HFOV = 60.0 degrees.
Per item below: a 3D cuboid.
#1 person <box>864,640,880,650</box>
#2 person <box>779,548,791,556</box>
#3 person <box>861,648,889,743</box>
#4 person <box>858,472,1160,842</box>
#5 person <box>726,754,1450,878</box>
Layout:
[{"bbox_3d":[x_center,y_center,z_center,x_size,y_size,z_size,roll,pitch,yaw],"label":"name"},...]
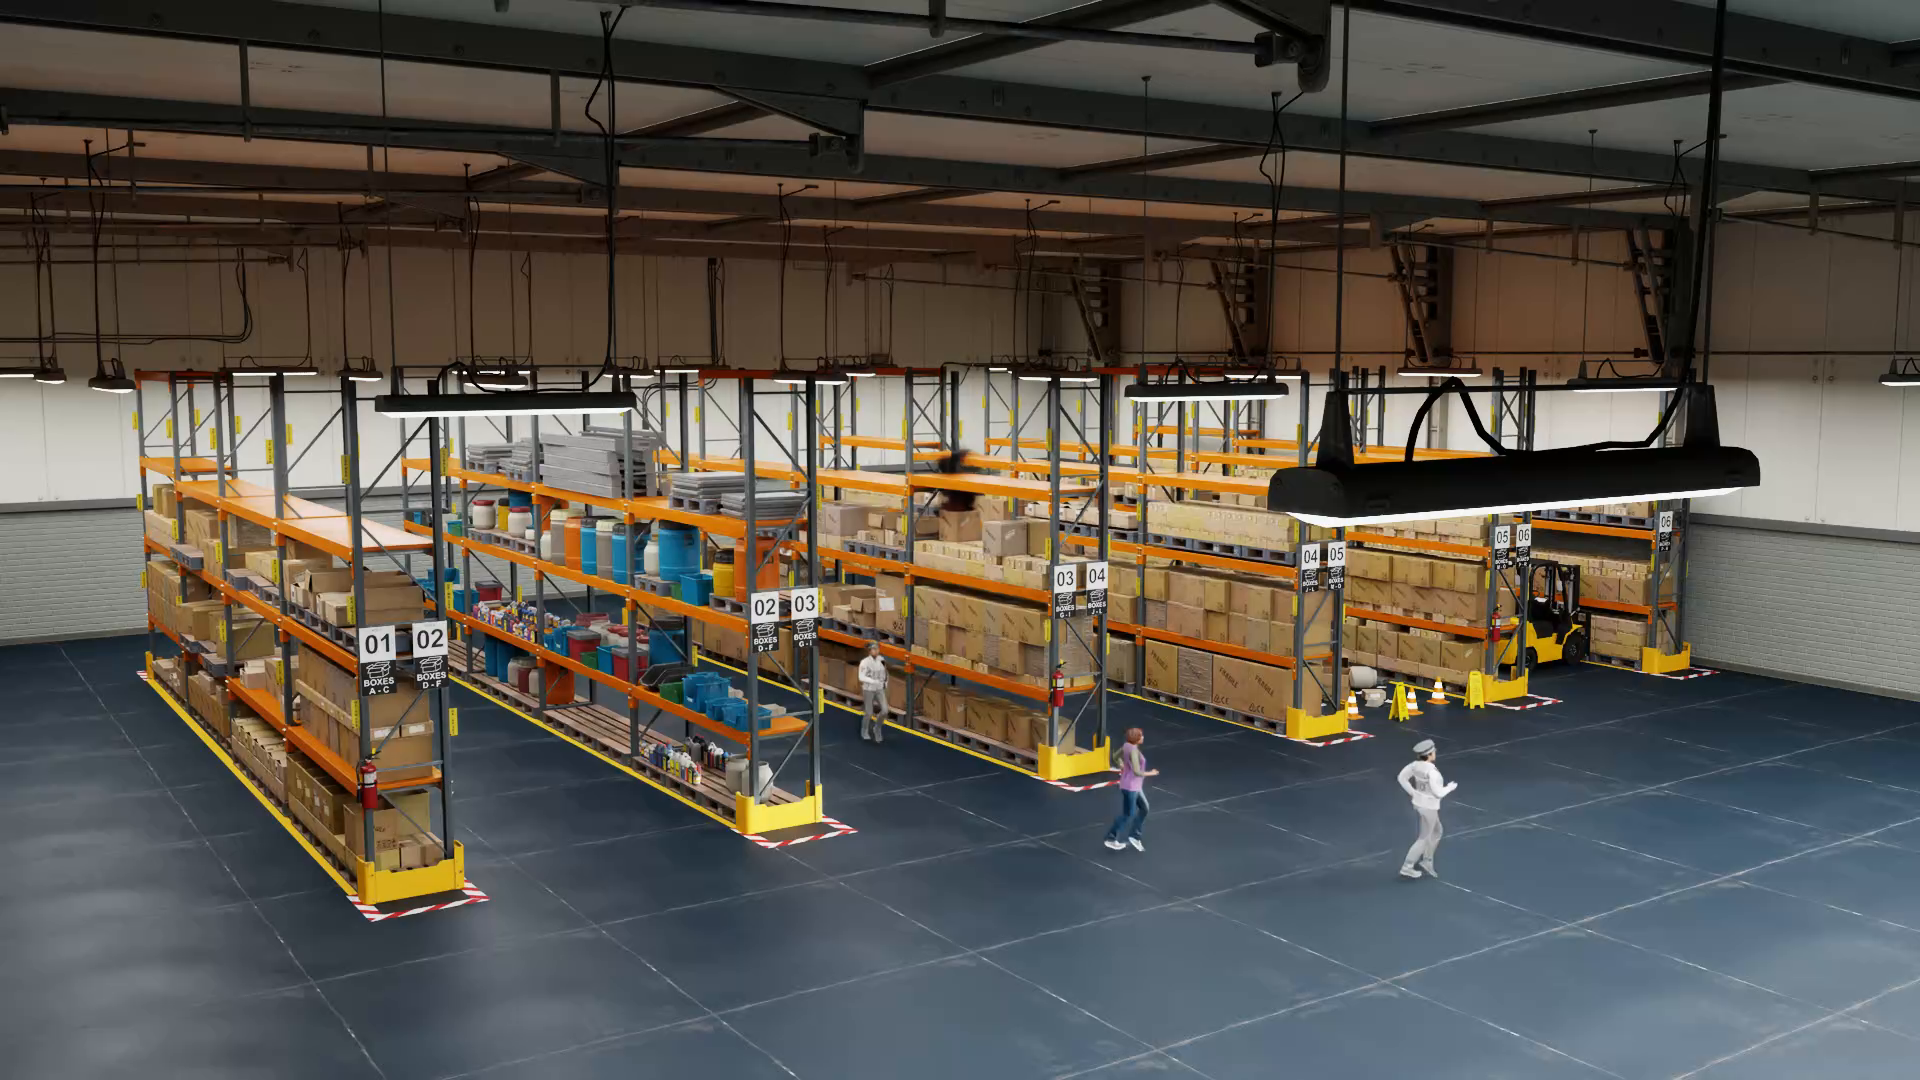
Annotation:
[{"bbox_3d":[-3.039,1.691,33.737,8.170,1.670,11.957,2,7,20],"label":"person"},{"bbox_3d":[-4.305,0.791,41.341,0.684,1.621,0.852,5,8,35],"label":"person"},{"bbox_3d":[-1.415,2.480,27.019,0.348,1.672,0.591,-4,8,-33],"label":"person"},{"bbox_3d":[0.429,0.949,31.422,4.351,3.427,21.608,0,6,0],"label":"person"},{"bbox_3d":[1.245,3.207,21.554,8.458,1.454,5.237,-1,7,-10],"label":"person"}]
